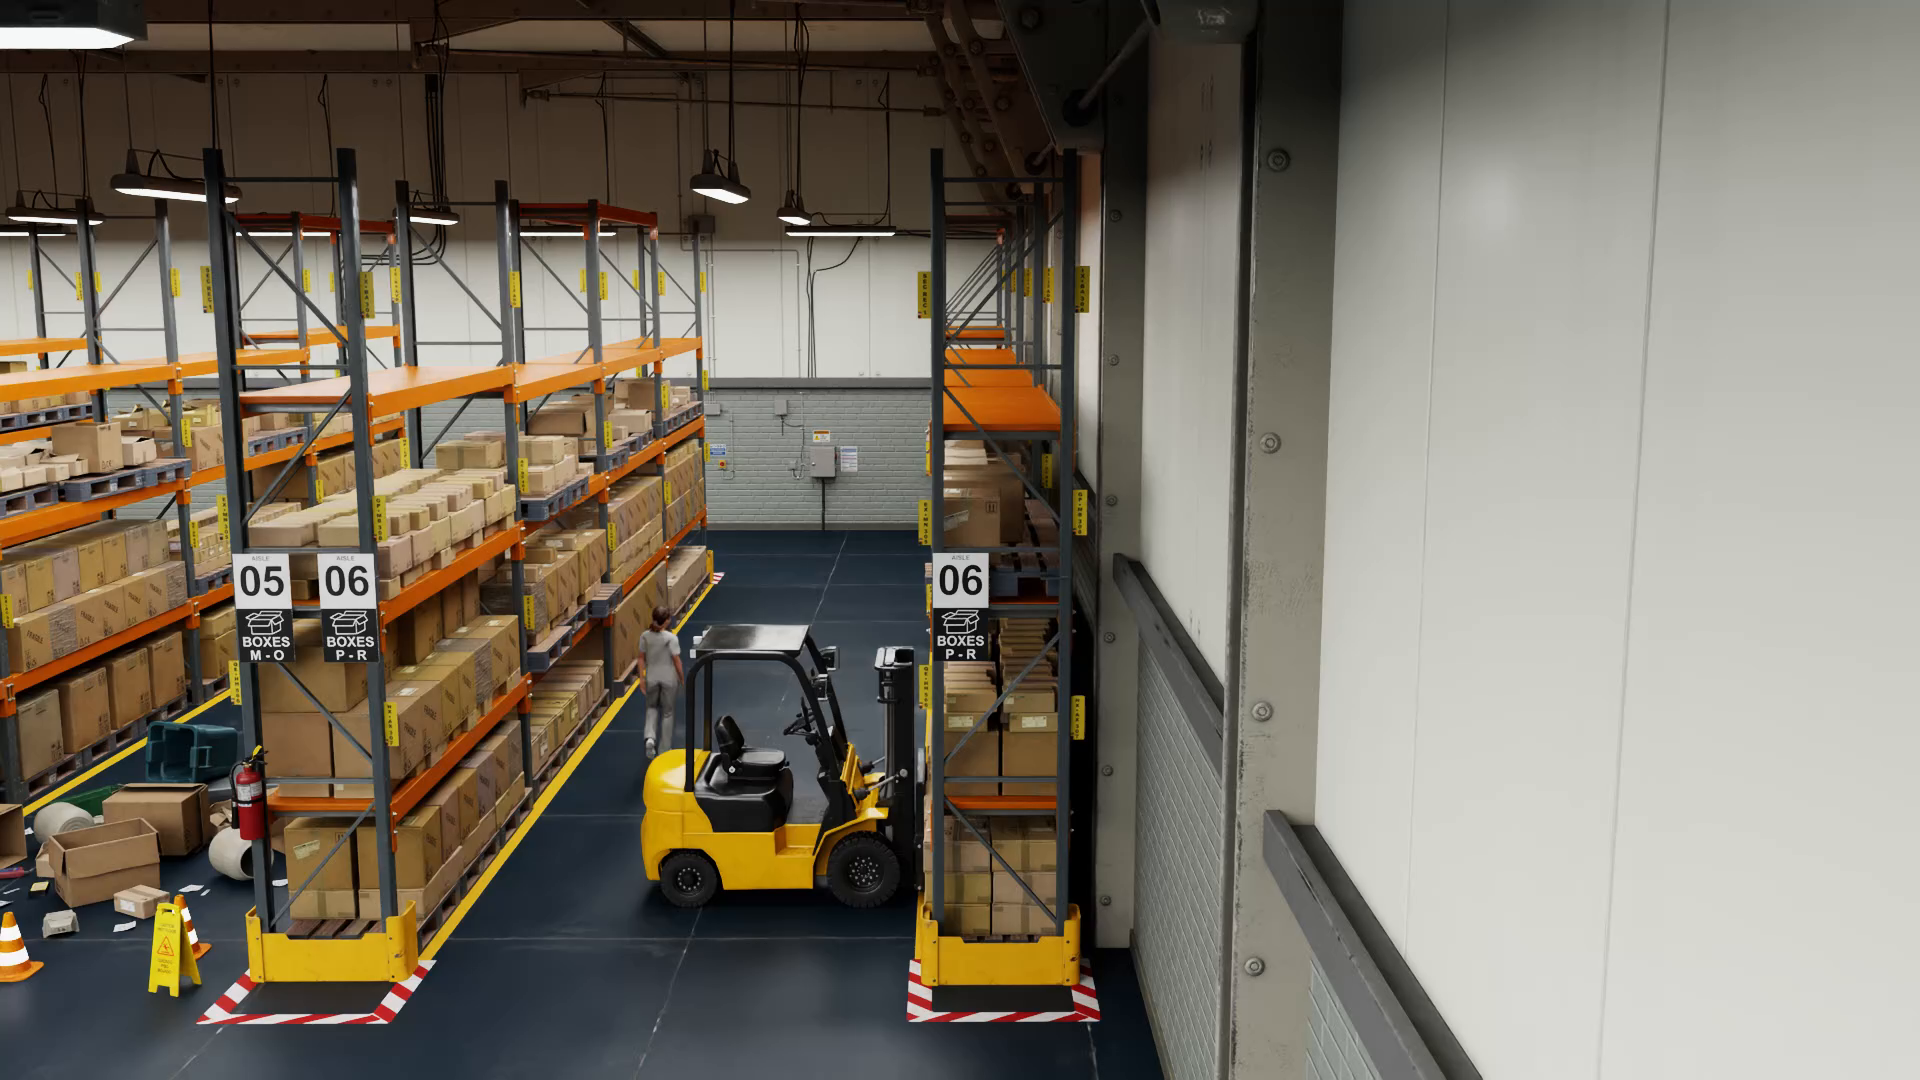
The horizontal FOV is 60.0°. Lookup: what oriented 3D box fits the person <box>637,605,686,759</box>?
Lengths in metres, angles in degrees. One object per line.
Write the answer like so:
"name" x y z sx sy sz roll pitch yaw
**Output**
"person" -3.172 1.516 17.651 0.498 1.661 0.477 0 9 3
